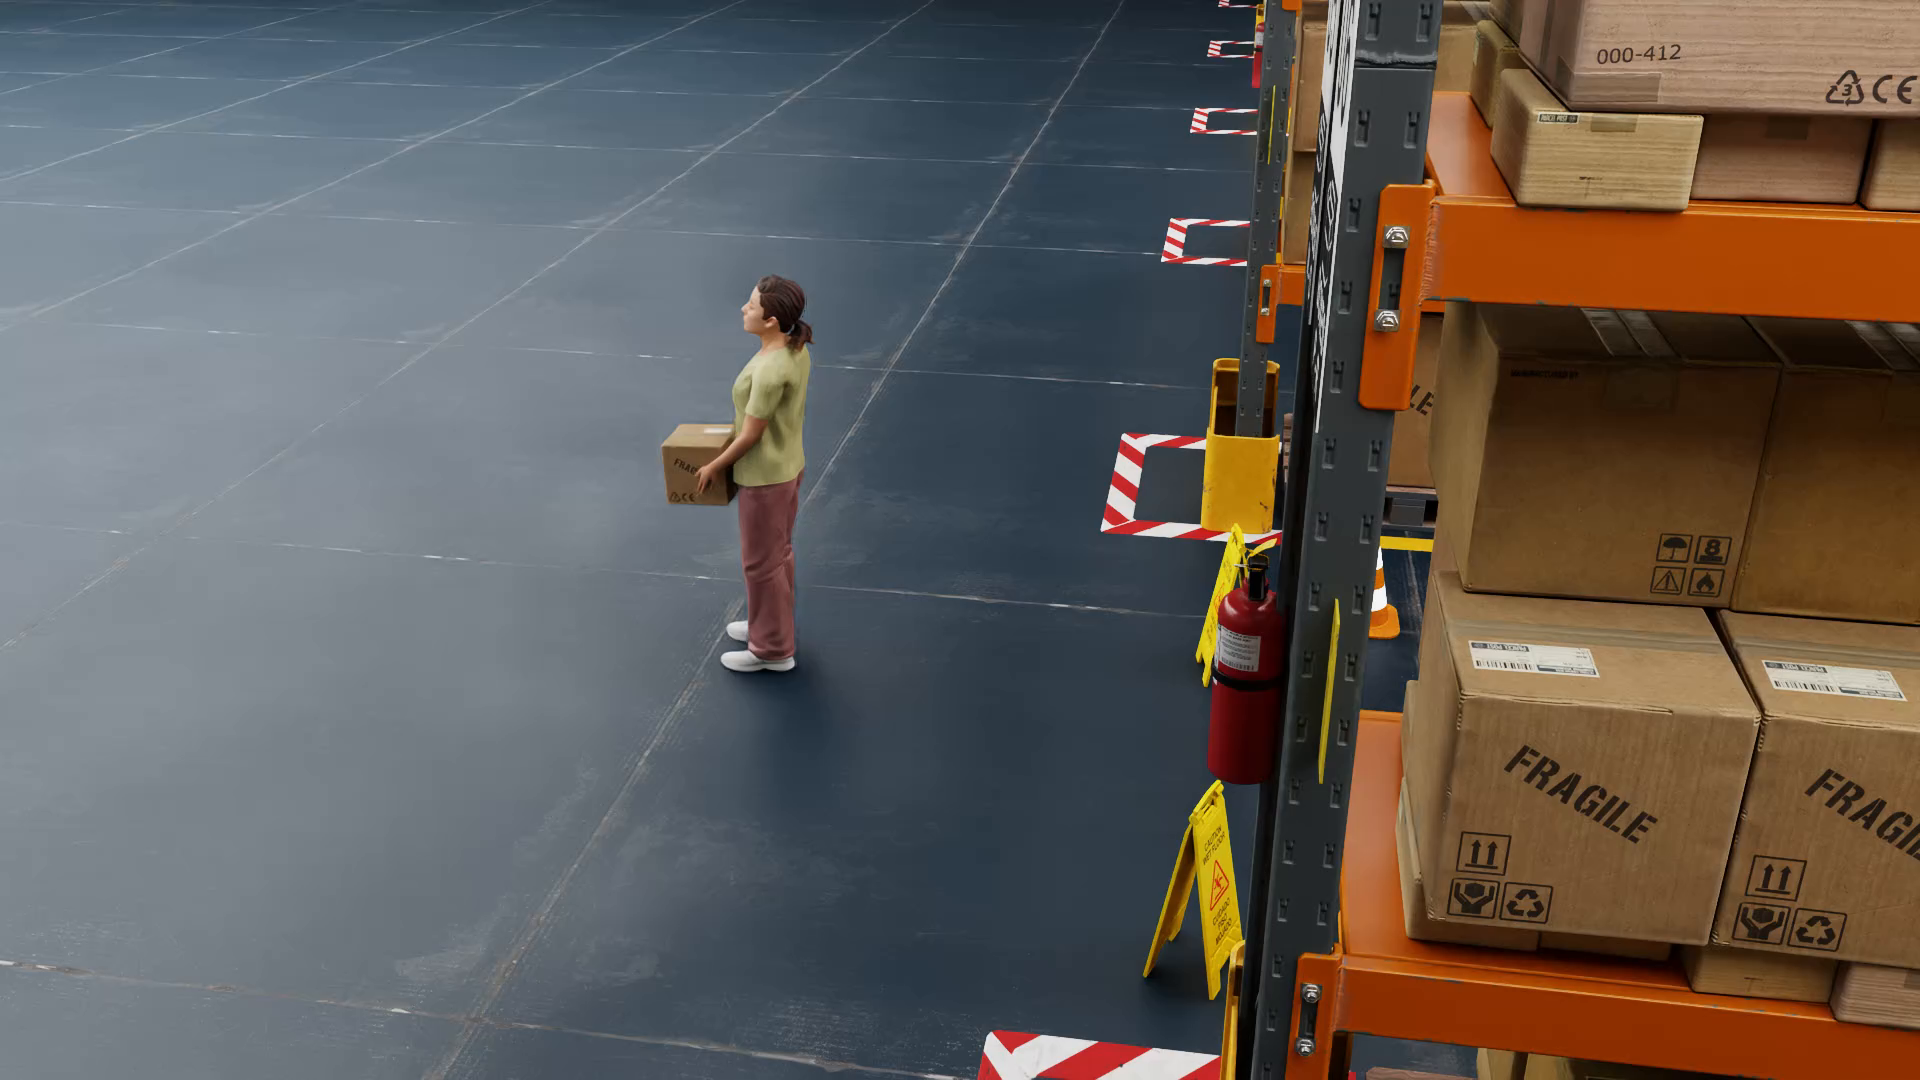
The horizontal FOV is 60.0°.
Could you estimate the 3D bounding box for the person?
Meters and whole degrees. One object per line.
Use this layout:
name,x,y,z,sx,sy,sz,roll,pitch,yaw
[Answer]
person,-0.792,-0.251,6.643,0.489,1.677,0.477,3,25,7
